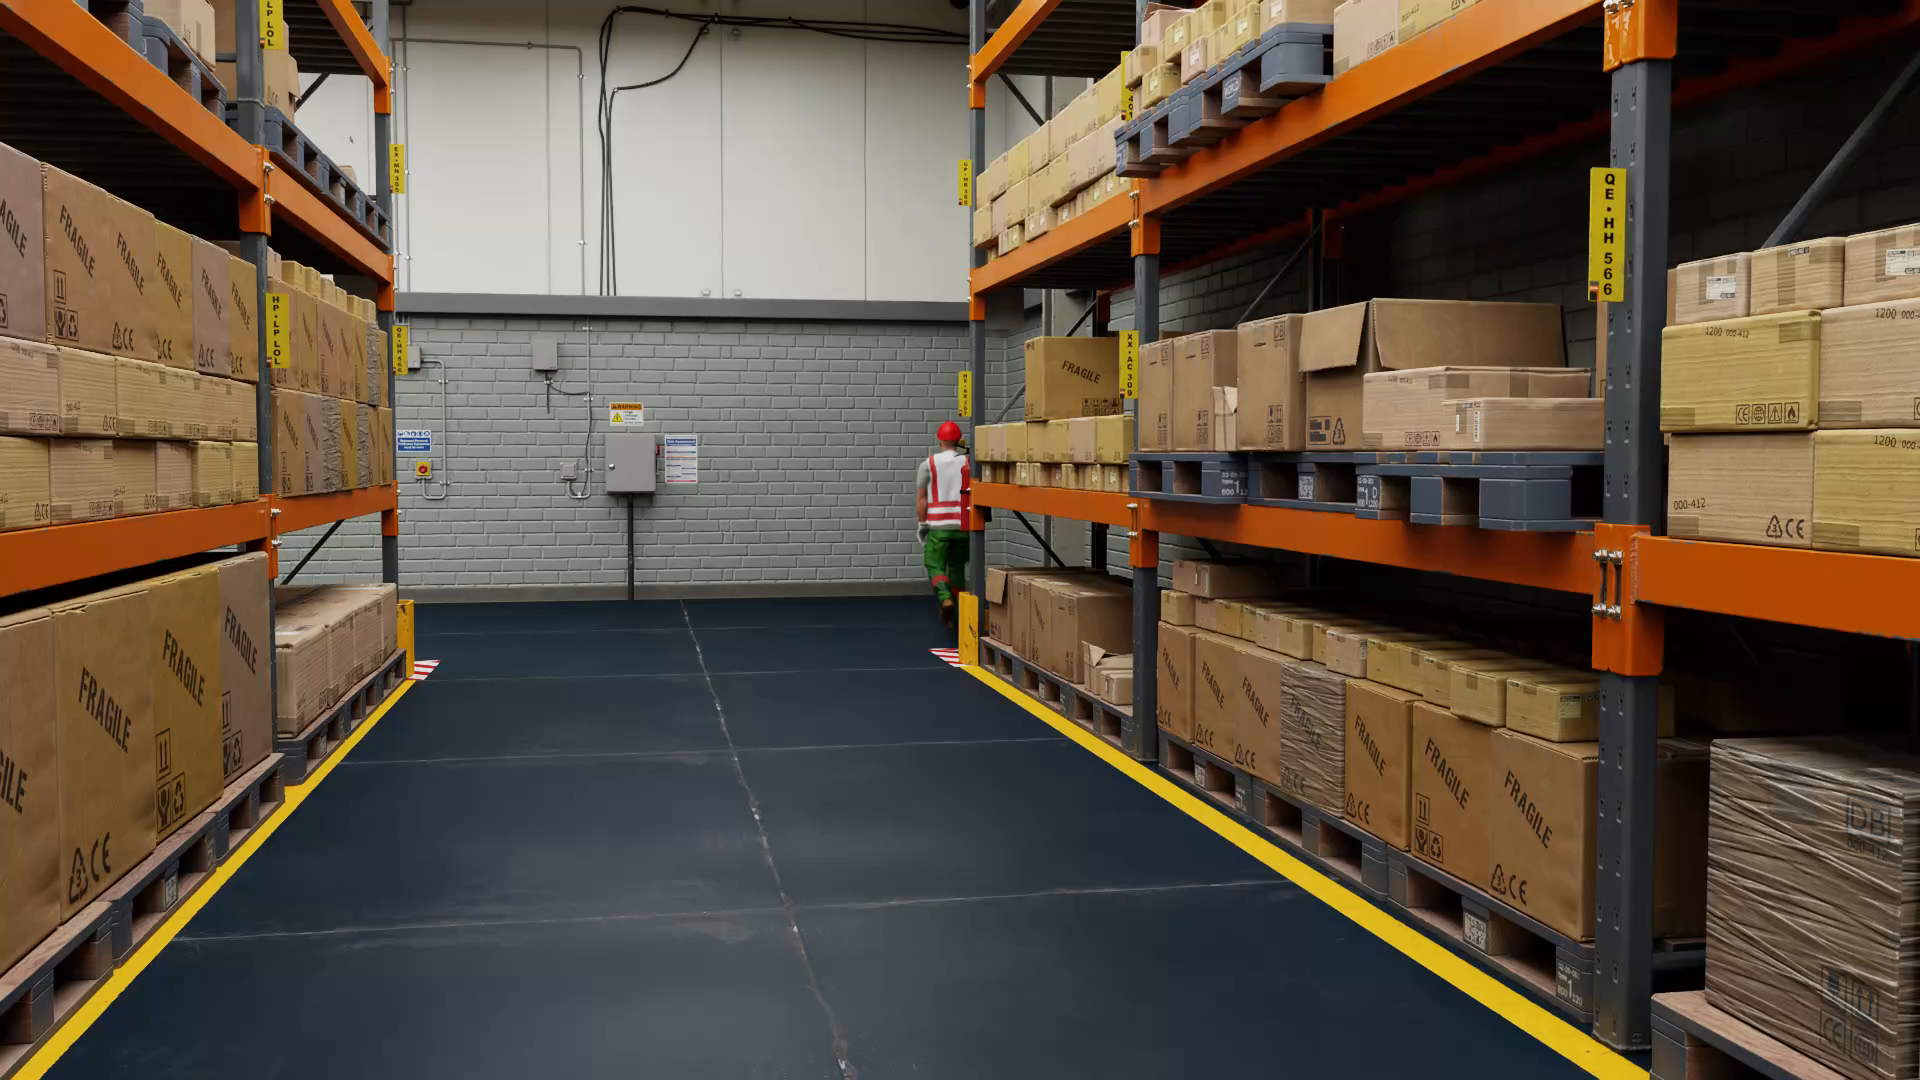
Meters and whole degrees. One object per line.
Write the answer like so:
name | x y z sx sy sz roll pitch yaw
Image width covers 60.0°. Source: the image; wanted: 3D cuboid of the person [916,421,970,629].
person | -0.087 -0.114 13.891 0.542 1.763 0.911 -1 3 -11
